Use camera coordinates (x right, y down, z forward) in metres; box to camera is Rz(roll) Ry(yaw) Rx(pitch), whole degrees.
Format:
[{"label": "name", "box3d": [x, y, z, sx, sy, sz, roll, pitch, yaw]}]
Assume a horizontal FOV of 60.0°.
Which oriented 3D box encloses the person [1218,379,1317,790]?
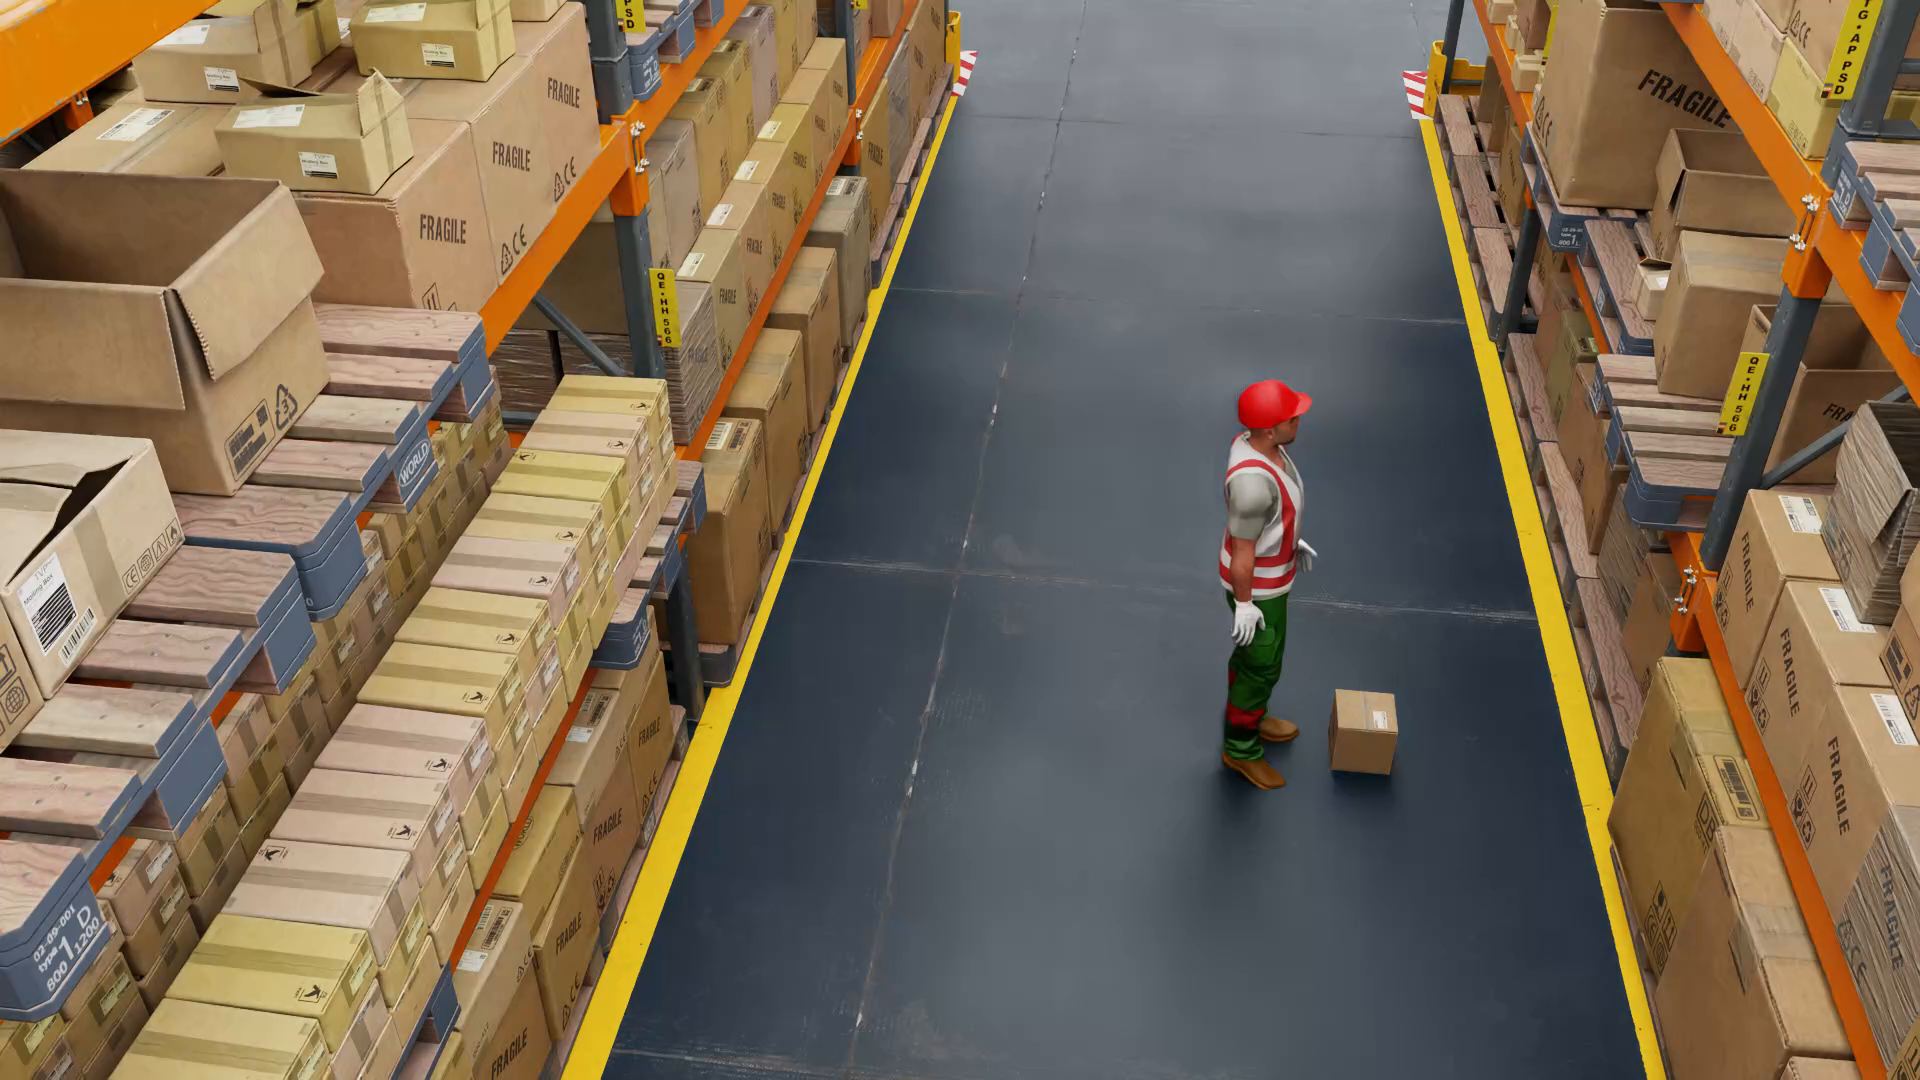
[{"label": "person", "box3d": [1.255, 0.174, 6.767, 0.442, 1.843, 0.591, 7, 36, 10]}]
